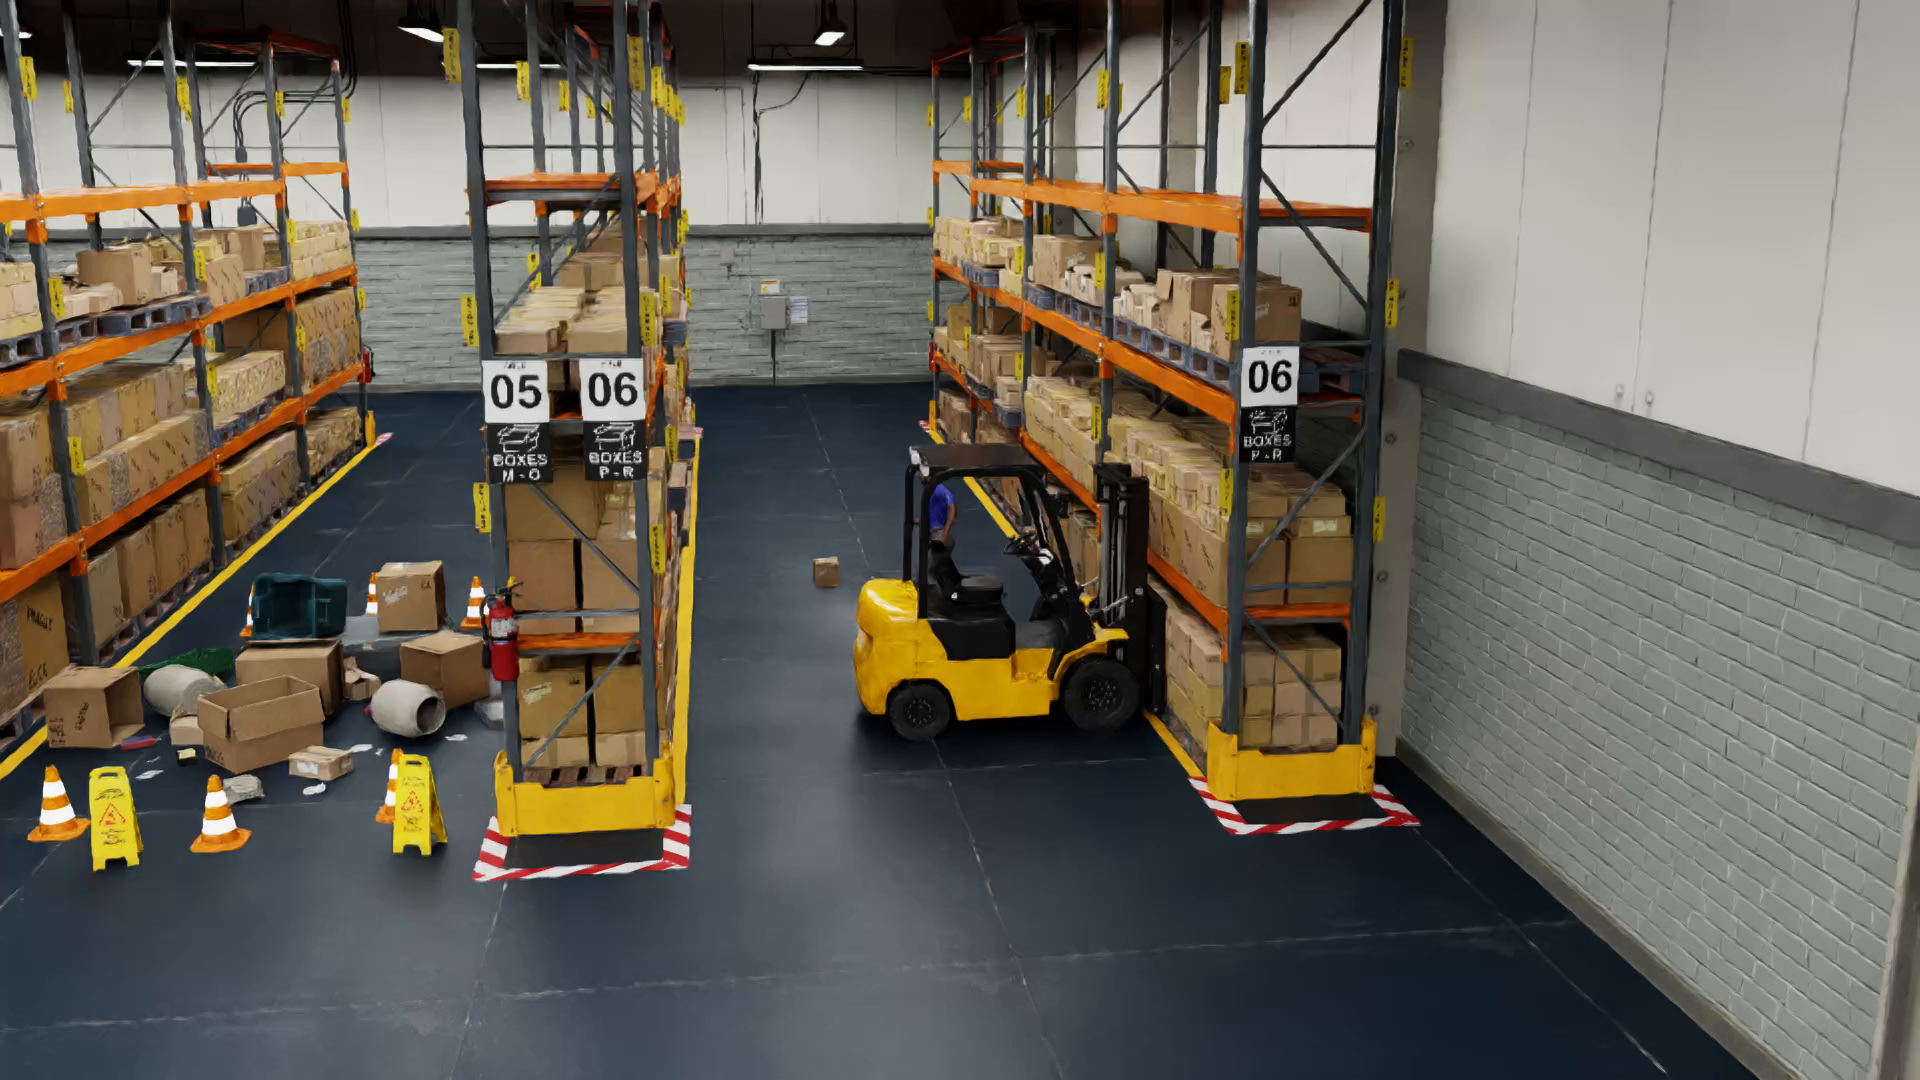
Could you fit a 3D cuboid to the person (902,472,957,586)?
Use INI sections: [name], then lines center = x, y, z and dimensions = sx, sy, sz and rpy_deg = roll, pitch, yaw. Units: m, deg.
[person]
center = -0.286, 0.043, 16.051
dimensions = 0.527, 1.538, 0.857
rpy_deg = -2, 13, -10
